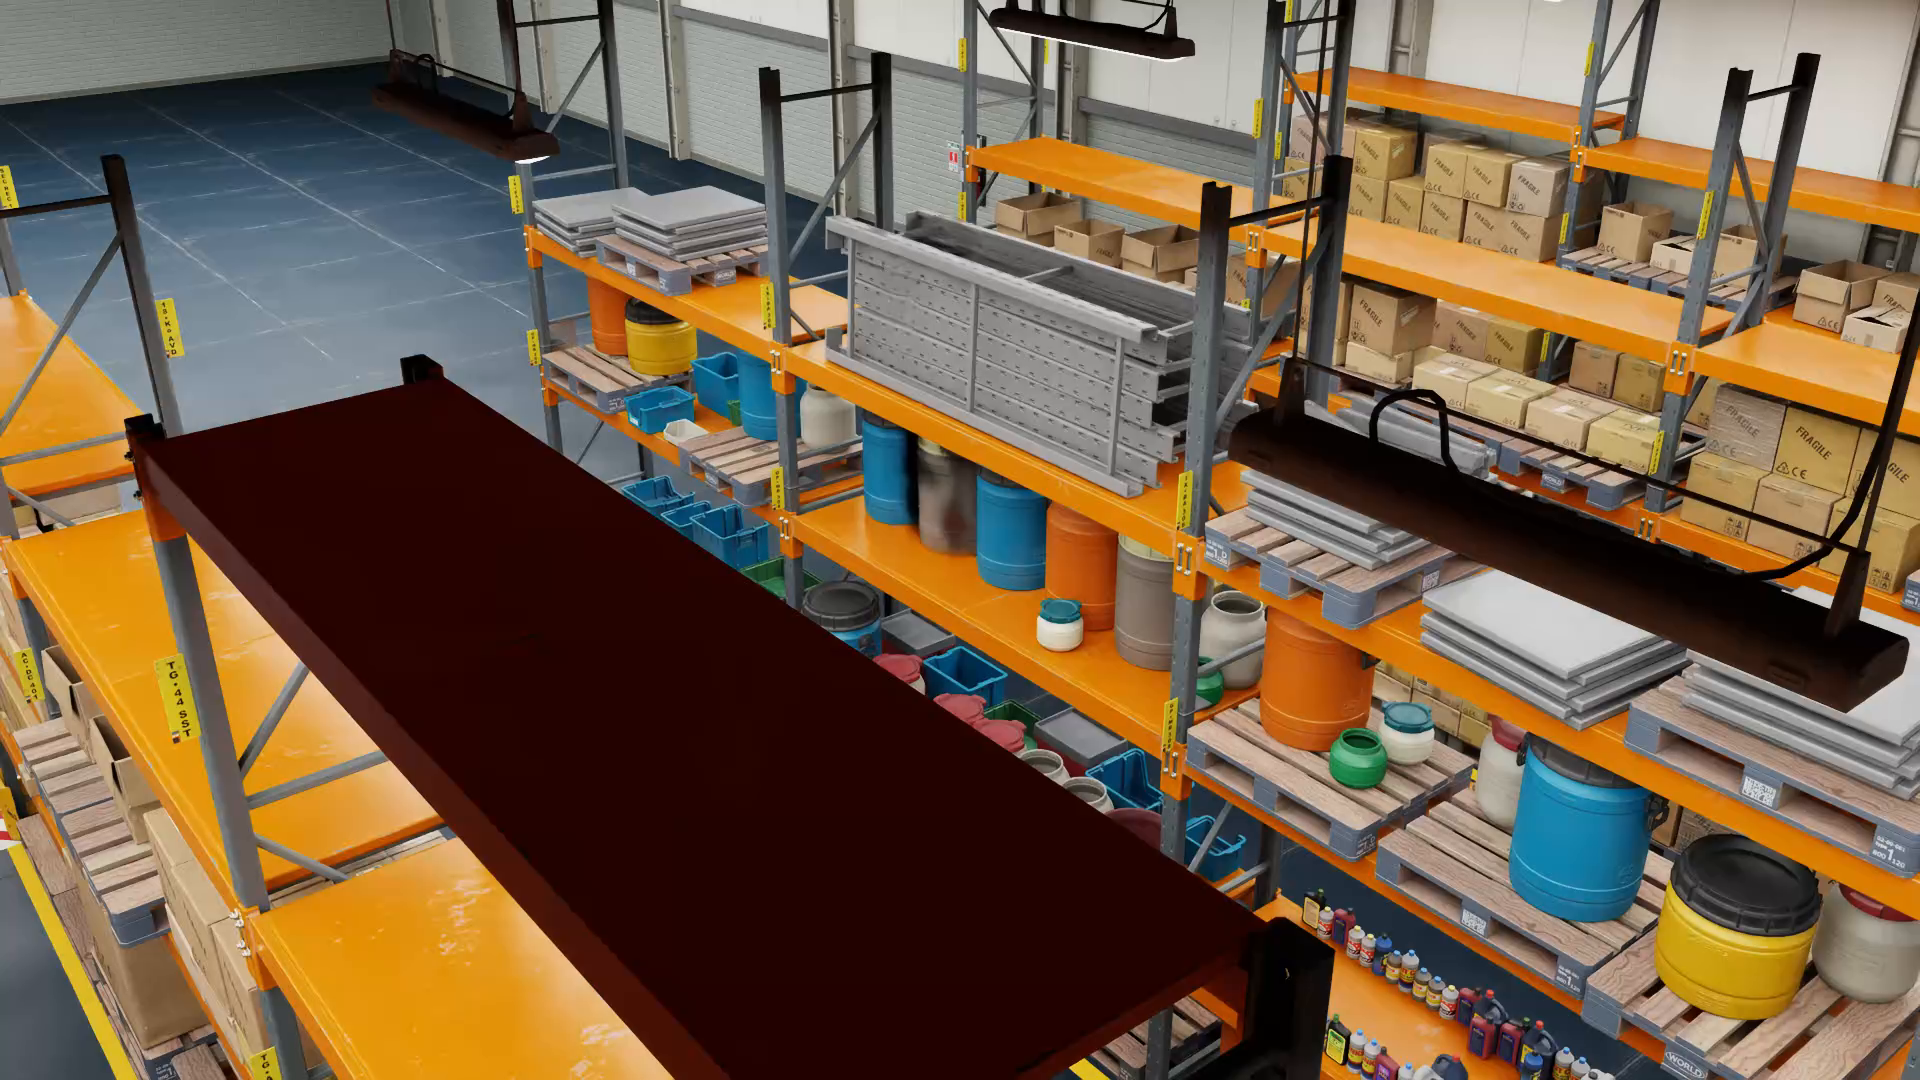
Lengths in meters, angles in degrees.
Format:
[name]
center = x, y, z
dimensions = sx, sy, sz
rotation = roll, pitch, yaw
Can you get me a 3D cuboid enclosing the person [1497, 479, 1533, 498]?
[person]
center = 5.841, -0.471, 17.236
dimensions = 0.818, 1.755, 0.640
rotation = 11, 28, 21
